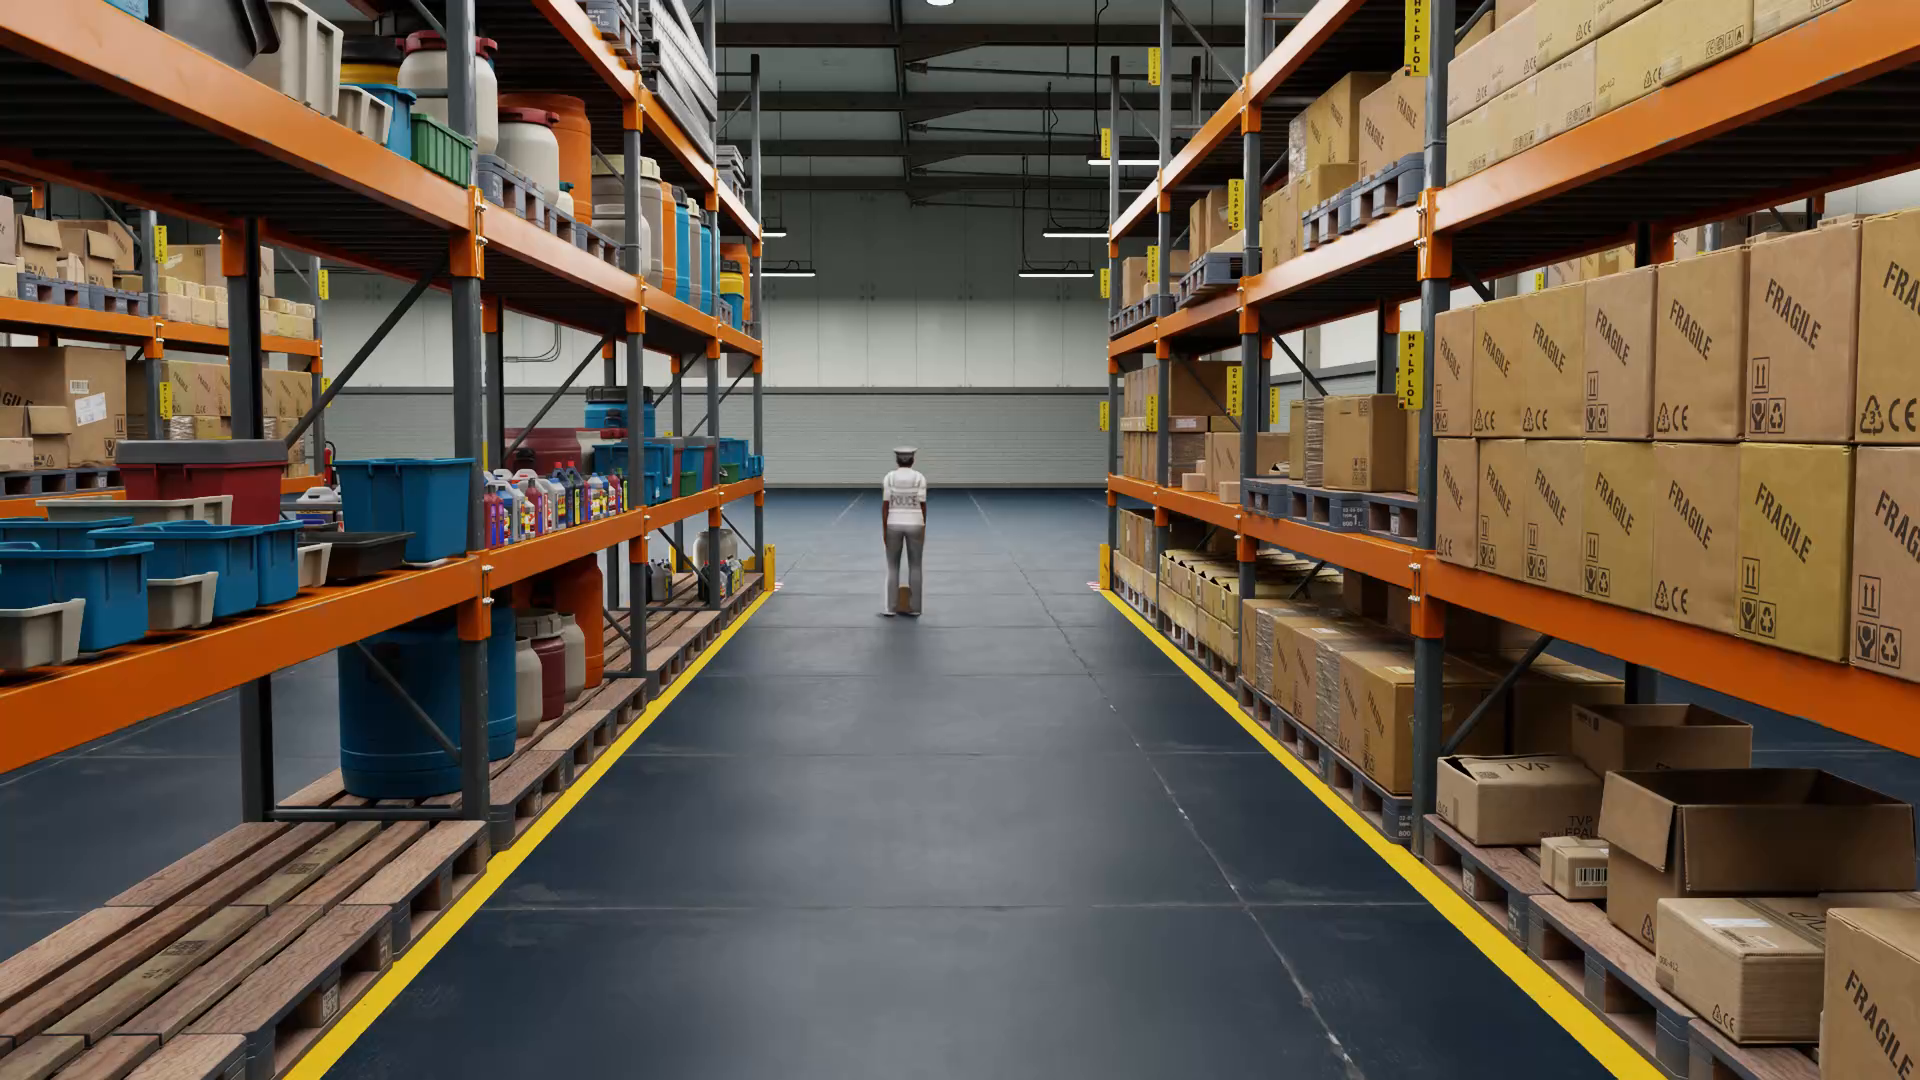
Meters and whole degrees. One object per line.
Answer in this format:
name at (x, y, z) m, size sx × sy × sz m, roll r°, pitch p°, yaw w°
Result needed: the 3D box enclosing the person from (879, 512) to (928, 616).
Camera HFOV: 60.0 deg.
person at (-0.562, 0.237, 16.385) m, size 0.485 × 1.010 × 0.851 m, roll 0°, pitch 4°, yaw -1°
